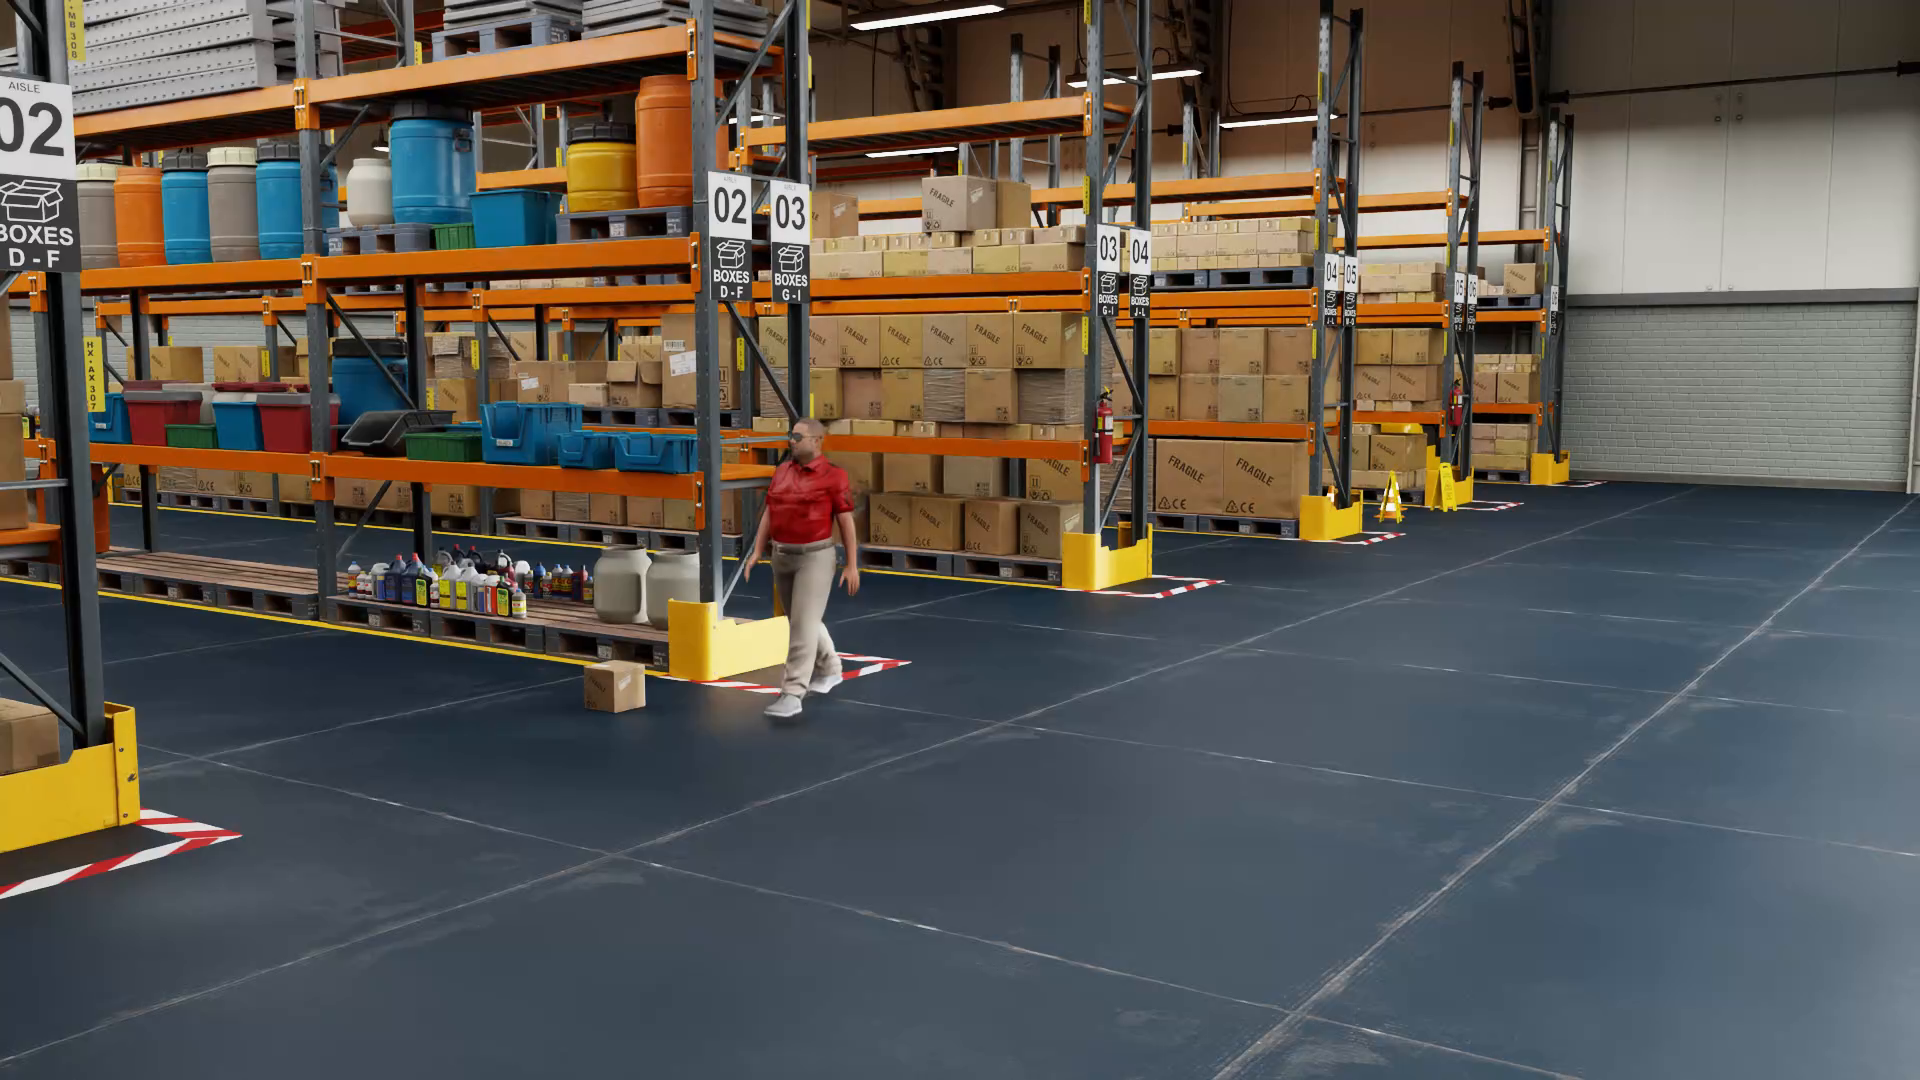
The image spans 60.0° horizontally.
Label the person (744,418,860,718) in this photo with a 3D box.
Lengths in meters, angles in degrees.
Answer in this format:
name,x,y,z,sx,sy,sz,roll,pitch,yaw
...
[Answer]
name,x,y,z,sx,sy,sz,roll,pitch,yaw
person,-0.955,0.127,9.634,0.571,1.659,1.038,4,8,34
